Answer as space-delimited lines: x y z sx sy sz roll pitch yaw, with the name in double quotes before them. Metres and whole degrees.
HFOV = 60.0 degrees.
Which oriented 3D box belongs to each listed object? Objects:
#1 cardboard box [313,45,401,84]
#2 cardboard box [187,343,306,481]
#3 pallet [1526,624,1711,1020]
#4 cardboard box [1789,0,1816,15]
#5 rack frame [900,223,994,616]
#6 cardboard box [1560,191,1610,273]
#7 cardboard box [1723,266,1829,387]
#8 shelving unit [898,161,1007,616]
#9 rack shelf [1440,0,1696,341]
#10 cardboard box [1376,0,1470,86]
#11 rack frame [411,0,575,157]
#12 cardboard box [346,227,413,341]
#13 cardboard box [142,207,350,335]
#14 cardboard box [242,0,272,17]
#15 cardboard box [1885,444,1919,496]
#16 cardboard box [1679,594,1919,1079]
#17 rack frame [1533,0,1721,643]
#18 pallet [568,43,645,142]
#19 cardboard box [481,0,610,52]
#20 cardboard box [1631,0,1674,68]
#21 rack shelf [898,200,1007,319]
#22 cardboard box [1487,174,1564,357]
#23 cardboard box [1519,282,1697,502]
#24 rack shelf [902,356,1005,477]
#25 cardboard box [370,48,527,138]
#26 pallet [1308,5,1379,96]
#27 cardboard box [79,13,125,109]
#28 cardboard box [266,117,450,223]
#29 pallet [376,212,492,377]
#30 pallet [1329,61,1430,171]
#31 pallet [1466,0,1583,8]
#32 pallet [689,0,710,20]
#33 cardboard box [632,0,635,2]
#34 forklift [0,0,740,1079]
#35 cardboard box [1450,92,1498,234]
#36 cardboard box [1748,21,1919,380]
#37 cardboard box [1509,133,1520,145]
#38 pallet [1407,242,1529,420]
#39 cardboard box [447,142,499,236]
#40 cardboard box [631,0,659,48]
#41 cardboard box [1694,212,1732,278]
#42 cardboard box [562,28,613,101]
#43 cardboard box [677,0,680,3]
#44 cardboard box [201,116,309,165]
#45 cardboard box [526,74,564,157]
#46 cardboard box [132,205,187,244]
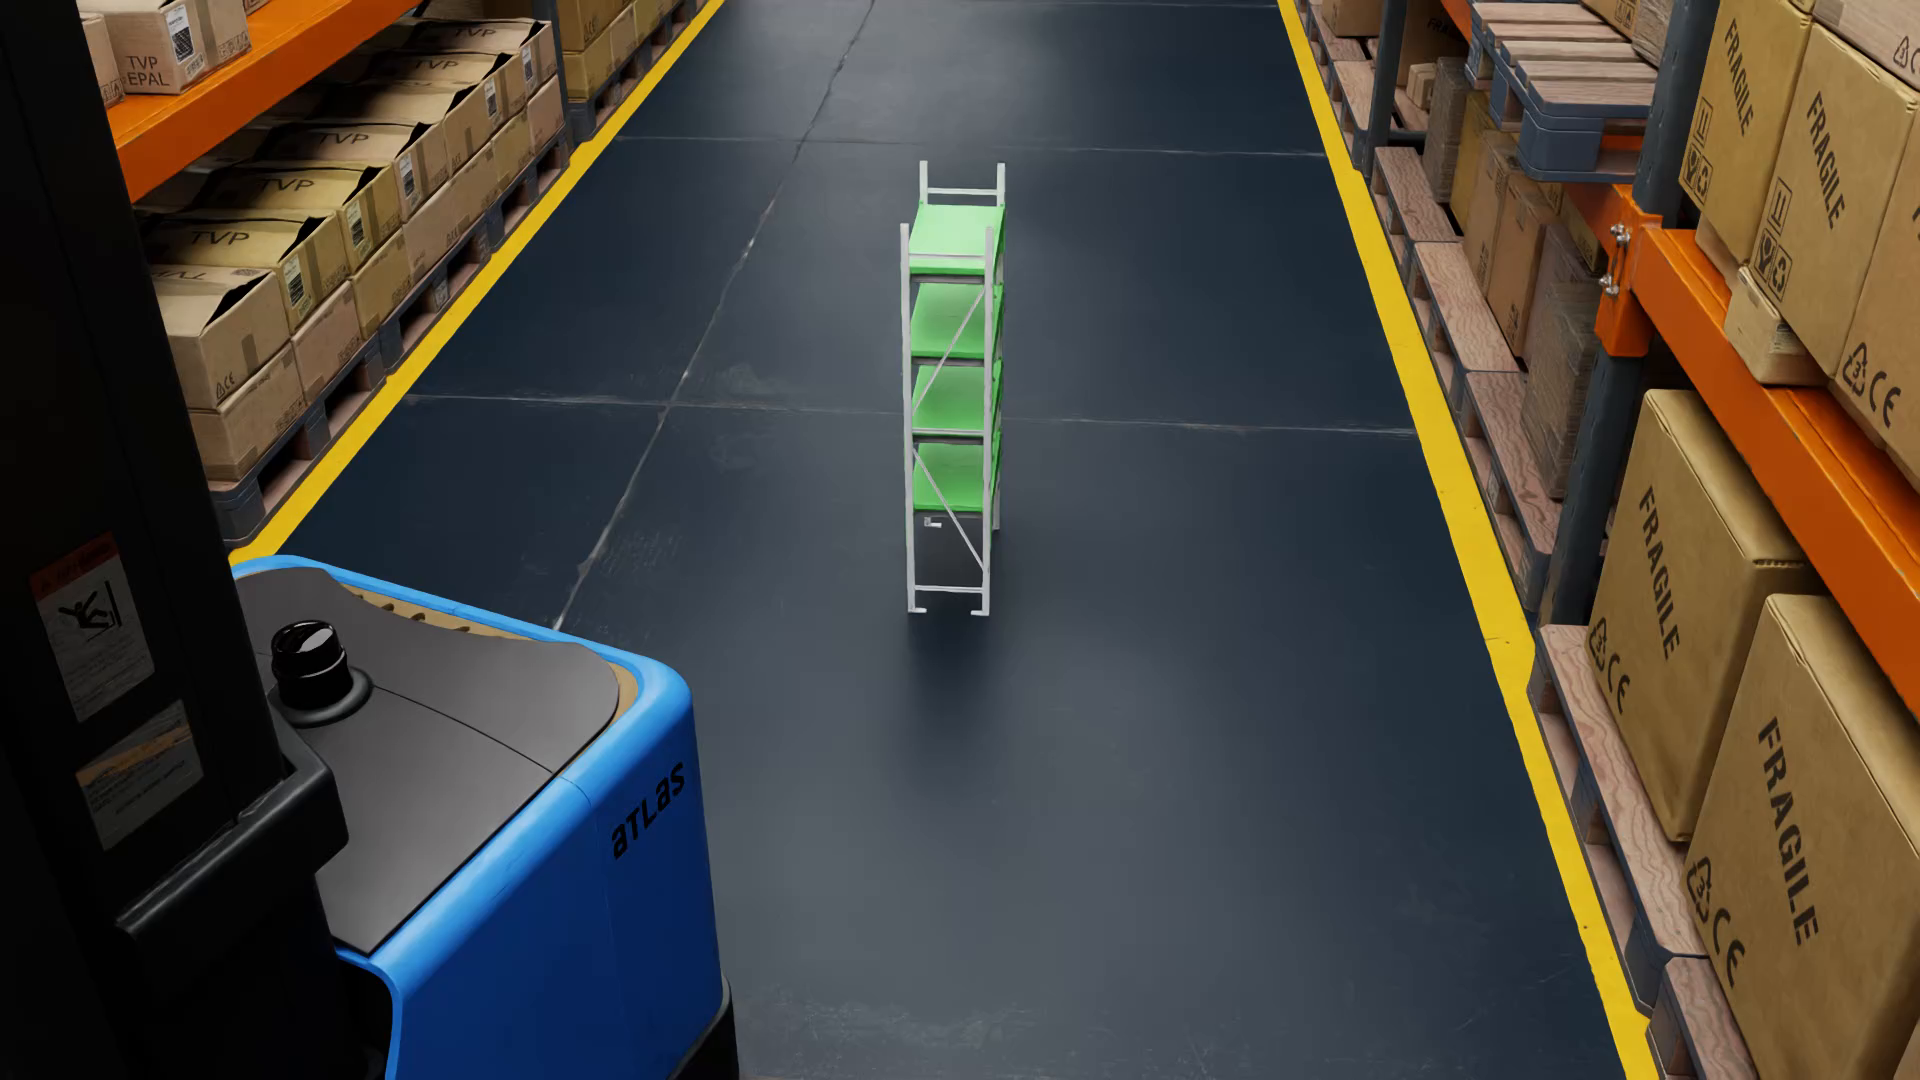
"cardboard box" -2.791 -2.028 7.367 0.500 0.311 0.500 2 32 3
"cardboard box" -2.454 -0.426 5.302 0.500 0.250 0.500 2 32 4
"pallet" 2.009 0.650 3.995 1.003 0.211 1.213 2 32 4
"cardboard box" 1.852 -1.202 3.229 0.500 0.250 0.500 3 32 5
"rack frame" -0.033 -0.297 4.588 0.240 1.200 0.015 2 32 4
"cardboard box" 2.264 -1.063 5.364 0.500 0.250 0.500 3 32 5
"cardboard box" 1.756 -0.419 3.291 0.380 0.149 0.250 3 32 5
"shelving unit" -0.013 -0.424 4.795 0.258 1.200 0.503 2 32 4
"rack shelf" 2.311 -1.686 5.813 1.077 0.370 4.000 2 32 4
"cardboard box" 2.519 -2.706 8.745 0.500 0.500 0.500 0 32 0
"rack frame" -2.464 -3.248 7.661 1.000 3.000 0.127 2 32 4
"cardboard box" -2.377 -0.961 6.170 0.500 0.250 0.500 2 32 3
"cardboard box" -2.419 -0.940 5.601 0.500 0.311 0.500 2 32 3
"cardboard box" -2.669 -2.077 5.666 0.500 0.500 0.500 1 32 1
"cardboard box" 1.845 -0.146 2.849 0.380 0.149 0.250 3 32 5
"cardboard box" 1.880 0.627 3.023 0.750 0.750 0.750 2 32 4
"rack frame" 2.148 -0.947 3.927 1.000 3.000 0.127 2 32 4
"pallet" -2.357 -2.475 9.064 1.003 0.211 1.213 2 32 4
"cardboard box" -2.114 -2.804 8.447 0.500 0.500 0.500 2 32 4
"cardboard box" 2.177 -1.423 4.185 0.700 0.500 0.500 -1 32 -2
"rack shelf" -0.013 -0.778 4.576 0.258 0.148 0.480 2 32 4
"cardboard box" 2.325 -0.974 5.934 0.700 0.500 0.500 2 32 4
"cardboard box" 2.155 -0.448 5.082 0.700 0.500 0.500 3 32 5
"rack shelf" -0.013 -0.370 4.828 0.258 0.148 0.480 2 32 4
"cardboard box" -2.247 -1.998 7.320 0.500 0.311 0.500 3 32 5
"pallet" 2.590 -2.843 9.663 1.003 0.211 1.213 2 32 4
"cardboard box" -2.716 -1.307 4.596 0.500 0.311 0.500 4 32 7
"cardboard box" -2.334 -1.475 6.470 0.500 0.311 0.500 2 32 3
"pallet" -2.581 -1.034 6.727 1.003 0.211 1.213 2 32 4
"pallet" 2.493 -2.204 8.625 1.003 0.211 1.213 2 32 4
"pallet" 2.269 -1.902 5.660 1.003 0.211 1.213 2 32 4
"pallet" -2.158 -3.751 11.135 1.003 0.211 1.213 2 32 4
"cardboard box" -2.032 -3.327 9.296 0.500 0.500 0.500 2 32 4
"forklift" -1.519 0.482 1.674 1.130 2.935 3.031 14 34 21
"cardboard box" 2.439 -1.503 6.794 0.700 0.500 0.500 2 32 3
"cardboard box" 1.802 -0.608 2.979 0.500 0.500 0.500 3 32 6
"cardboard box" 2.360 -1.592 6.223 0.500 0.250 0.500 2 32 3
"pallet" 2.315 -0.804 6.354 1.003 0.211 1.213 2 32 4
"cardboard box" -2.293 -1.495 7.037 0.500 0.250 0.500 3 32 5
"cardboard box" -2.032 -3.008 9.493 0.500 0.250 0.500 2 32 4
"cardboard box" 1.891 -0.686 3.724 0.380 0.149 0.250 2 32 3
"cardboard box" -2.124 -2.486 8.645 0.500 0.250 0.500 2 32 4
"cardboard box" -1.955 -3.531 10.341 0.500 0.250 0.500 2 32 4
"cardboard box" -2.869 -1.485 6.487 0.500 0.311 0.500 3 32 5
"cardboard box" -2.208 -2.027 7.900 0.500 0.250 0.500 2 32 4
"cardboard box" -2.956 -0.960 5.634 0.500 0.311 0.500 2 32 3
